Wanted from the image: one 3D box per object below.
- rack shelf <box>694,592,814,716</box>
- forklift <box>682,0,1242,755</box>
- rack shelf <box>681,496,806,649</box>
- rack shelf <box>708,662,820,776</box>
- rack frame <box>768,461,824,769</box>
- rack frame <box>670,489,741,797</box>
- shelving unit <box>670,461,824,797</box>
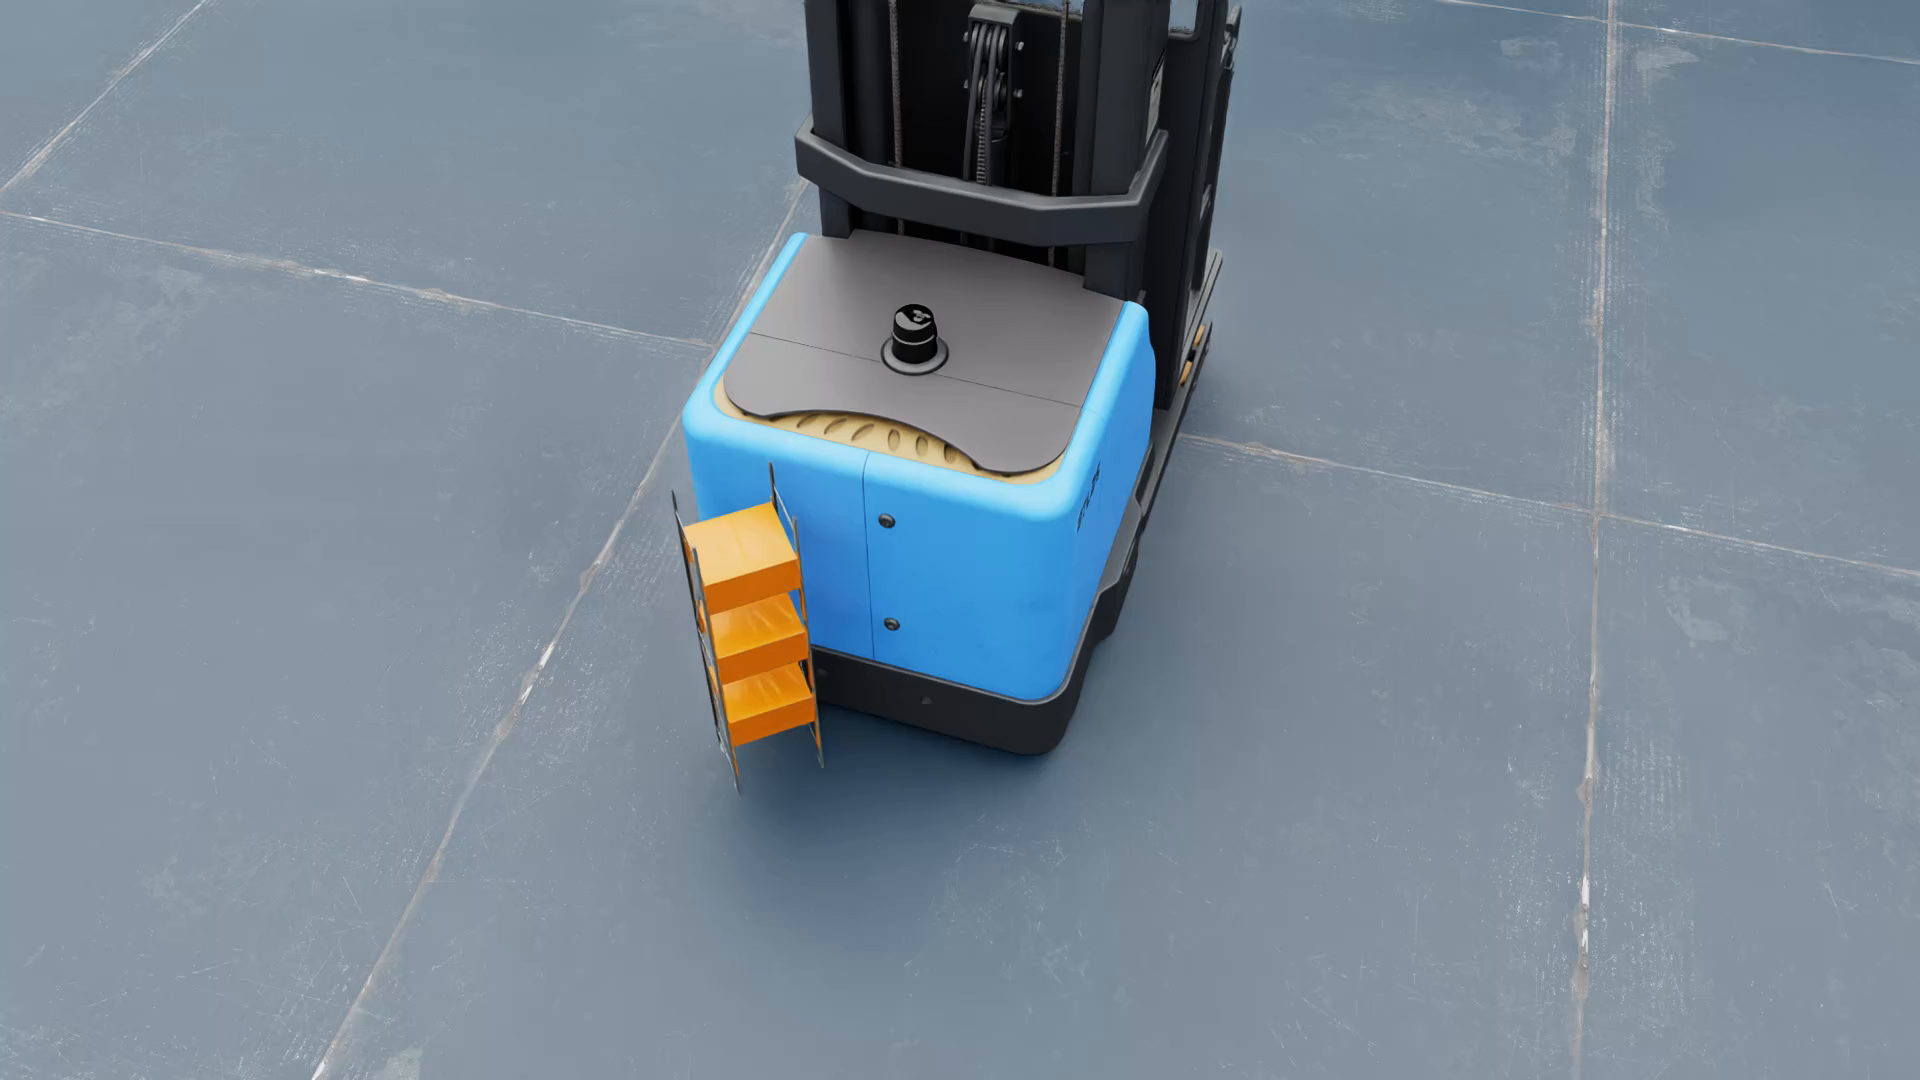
[{"bbox_3d":[-0.536,0.269,4.327,0.240,0.259,0.215,-17,51,-14],"label":"rack shelf"},{"bbox_3d":[0.234,-1.504,4.623,1.130,2.935,3.031,14,50,12],"label":"forklift"},{"bbox_3d":[-0.536,0.081,4.114,0.240,0.259,0.215,-17,51,-14],"label":"rack shelf"},{"bbox_3d":[-0.536,0.453,4.535,0.240,0.259,0.215,-17,51,-14],"label":"rack shelf"},{"bbox_3d":[-0.423,0.227,4.349,0.008,1.050,0.200,-17,51,-14],"label":"rack frame"},{"bbox_3d":[-0.649,0.296,4.288,0.008,1.050,0.200,-17,51,-14],"label":"rack frame"},{"bbox_3d":[-0.536,0.262,4.319,0.252,1.050,0.215,-17,51,-14],"label":"shelving unit"}]
